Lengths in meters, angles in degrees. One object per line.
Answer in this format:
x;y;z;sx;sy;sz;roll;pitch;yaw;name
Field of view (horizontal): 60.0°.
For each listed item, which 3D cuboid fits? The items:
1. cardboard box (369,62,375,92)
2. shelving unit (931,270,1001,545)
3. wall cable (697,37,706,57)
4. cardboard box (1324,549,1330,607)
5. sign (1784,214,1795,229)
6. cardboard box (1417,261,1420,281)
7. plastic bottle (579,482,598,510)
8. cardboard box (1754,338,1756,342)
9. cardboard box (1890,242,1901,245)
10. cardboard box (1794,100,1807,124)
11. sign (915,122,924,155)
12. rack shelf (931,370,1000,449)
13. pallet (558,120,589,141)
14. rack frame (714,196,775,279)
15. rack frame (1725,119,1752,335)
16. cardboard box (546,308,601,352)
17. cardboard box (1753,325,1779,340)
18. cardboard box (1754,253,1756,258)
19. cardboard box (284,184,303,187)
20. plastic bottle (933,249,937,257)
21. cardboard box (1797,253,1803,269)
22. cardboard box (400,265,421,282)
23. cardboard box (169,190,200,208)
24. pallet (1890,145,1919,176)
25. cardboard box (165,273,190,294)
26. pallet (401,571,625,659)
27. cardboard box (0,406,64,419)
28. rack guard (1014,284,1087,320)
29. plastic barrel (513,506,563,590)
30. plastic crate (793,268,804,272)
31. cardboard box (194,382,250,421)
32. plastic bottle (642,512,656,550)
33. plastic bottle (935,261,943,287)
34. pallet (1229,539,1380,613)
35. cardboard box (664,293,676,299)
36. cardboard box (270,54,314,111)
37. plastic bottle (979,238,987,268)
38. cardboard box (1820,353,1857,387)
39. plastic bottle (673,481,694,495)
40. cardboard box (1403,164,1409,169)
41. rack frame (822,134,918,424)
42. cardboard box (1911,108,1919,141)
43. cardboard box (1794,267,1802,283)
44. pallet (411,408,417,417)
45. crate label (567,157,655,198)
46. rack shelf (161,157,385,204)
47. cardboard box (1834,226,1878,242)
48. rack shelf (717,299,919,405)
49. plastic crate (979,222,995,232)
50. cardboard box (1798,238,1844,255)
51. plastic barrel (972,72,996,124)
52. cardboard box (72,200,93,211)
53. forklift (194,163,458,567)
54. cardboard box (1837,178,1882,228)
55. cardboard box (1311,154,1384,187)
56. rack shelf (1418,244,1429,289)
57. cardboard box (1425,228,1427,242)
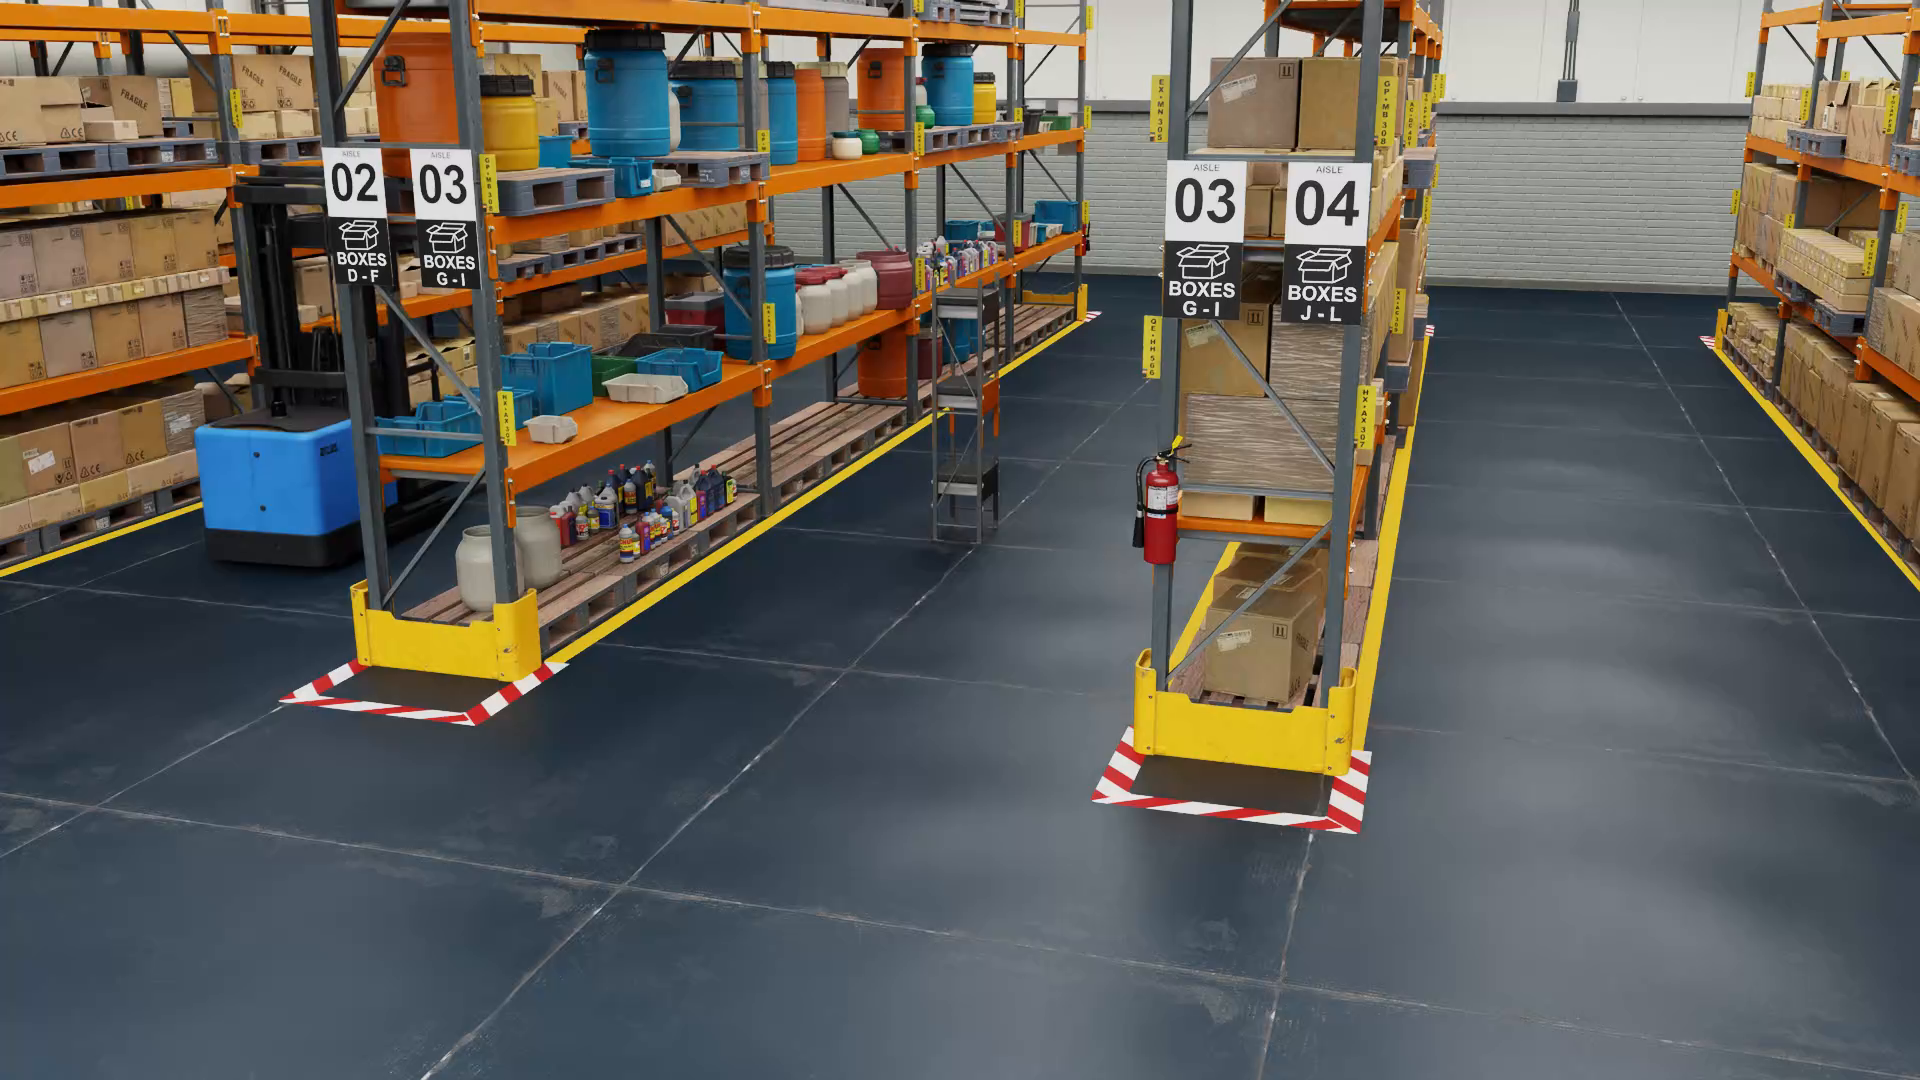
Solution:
-8.692;-6.822;24.333;0.500;0.500;0.500;4;16;15;cardboard box
0.047;-1.053;13.196;0.431;2.100;0.503;5;16;16;shelving unit
-6.217;-8.431;32.252;3.097;2.526;0.112;5;16;16;wall cable
2.261;0.126;11.198;0.500;0.500;0.500;3;16;11;cardboard box
9.148;-3.433;18.350;0.100;0.325;0.005;5;16;16;sign
4.925;-3.163;18.802;0.500;0.500;0.500;5;17;18;cardboard box
-2.881;-0.276;12.855;0.144;0.351;0.185;4;16;15;plastic bottle
10.096;-2.532;20.668;0.380;0.149;0.250;6;17;19;cardboard box
9.372;-2.883;16.597;0.380;0.149;0.250;4;16;13;cardboard box
9.557;-4.728;18.365;0.500;0.250;0.500;4;16;13;cardboard box
-0.413;-4.077;16.902;0.100;0.325;0.005;5;16;16;sign
0.047;-1.040;13.199;0.431;0.518;0.480;5;16;16;rack shelf
-5.098;-5.073;20.564;1.213;0.211;1.003;5;16;16;pallet
-3.417;-5.203;26.177;1.000;3.000;0.127;5;16;16;rack frame
10.807;-4.023;22.016;1.000;3.000;0.127;5;16;16;rack frame
-4.853;-2.622;20.849;0.500;0.500;0.500;4;16;14;cardboard box
9.757;-2.482;19.948;0.380;0.149;0.250;4;16;13;cardboard box
10.298;-3.628;21.085;0.380;0.149;0.250;5;17;18;cardboard box
-9.346;-4.827;22.710;0.500;0.250;0.500;5;17;17;cardboard box
-0.281;-3.484;20.480;0.097;0.201;0.097;0;16;0;plastic bottle
8.825;-2.859;17.058;0.380;0.149;0.250;5;17;18;cardboard box
-6.130;-2.848;18.038;0.500;0.311;0.500;4;16;15;cardboard box
-9.913;-4.295;20.834;0.500;0.250;0.500;4;16;15;cardboard box
8.401;-3.110;13.645;1.213;0.211;1.003;5;17;18;pallet
-6.843;-2.203;14.227;0.380;0.149;0.250;4;16;14;cardboard box
-3.003;0.474;11.273;1.003;0.211;1.213;5;16;16;pallet
-7.683;-0.814;13.598;0.500;0.500;0.500;5;16;16;cardboard box
1.326;-3.623;25.186;1.175;0.500;0.348;5;16;16;rack guard
-2.959;0.053;11.434;0.421;0.512;0.421;0;16;0;plastic barrel
-1.695;-2.357;16.025;0.402;0.464;0.583;5;16;16;plastic crate
-6.987;-1.341;15.802;0.500;0.311;0.500;5;16;16;cardboard box
-2.304;-0.071;12.277;0.097;0.271;0.097;0;16;0;plastic bottle
-0.230;-2.970;18.518;0.061;0.283;0.133;5;16;16;plastic bottle
2.513;0.225;12.148;1.003;0.211;1.213;5;16;16;pallet
-4.450;-3.442;24.089;0.500;0.311;0.500;5;16;16;cardboard box
-6.474;-4.307;15.650;0.500;0.500;0.500;6;17;21;cardboard box
0.247;-3.482;20.199;0.144;0.351;0.185;5;16;16;plastic bottle
8.609;-1.623;15.990;0.500;0.250;0.500;5;17;17;cardboard box
-2.189;-0.344;13.230;0.152;0.276;0.135;5;16;16;plastic bottle
3.633;-3.307;14.268;0.500;0.250;0.500;5;17;17;cardboard box
-0.942;-2.725;17.440;1.000;3.000;0.127;5;16;16;rack frame
8.117;-3.408;13.561;0.500;0.311;0.500;5;16;16;cardboard box
8.825;-2.720;17.113;0.380;0.149;0.250;4;16;13;cardboard box
-6.310;-1.238;17.308;1.003;0.211;1.213;5;16;16;pallet
-2.367;-2.468;11.309;0.502;0.251;0.408;5;16;16;crate label
-6.259;-3.684;16.642;1.077;0.370;4.000;5;16;16;rack shelf
10.052;-3.278;18.660;0.500;0.500;0.500;4;16;15;cardboard box
-1.511;-1.856;15.694;1.077;0.370;4.000;5;16;16;rack shelf
0.486;-4.304;23.205;0.416;0.233;0.300;5;16;16;plastic crate
8.823;-3.004;17.024;0.380;0.149;0.250;4;16;15;cardboard box
0.130;-5.253;19.740;0.600;0.588;0.600;0;16;0;plastic barrel
-10.510;-3.973;19.660;0.380;0.149;0.250;2;16;9;cardboard box
-4.870;-1.568;13.485;1.130;2.935;3.031;4;16;13;forklift
10.032;-3.748;18.486;0.500;0.500;0.500;5;17;17;cardboard box
2.000;-1.925;8.667;0.380;0.149;0.250;5;17;17;cardboard box
5.512;-3.565;21.719;1.077;0.370;4.000;5;16;16;rack shelf
5.908;-4.092;21.988;0.500;0.250;0.500;4;16;14;cardboard box
